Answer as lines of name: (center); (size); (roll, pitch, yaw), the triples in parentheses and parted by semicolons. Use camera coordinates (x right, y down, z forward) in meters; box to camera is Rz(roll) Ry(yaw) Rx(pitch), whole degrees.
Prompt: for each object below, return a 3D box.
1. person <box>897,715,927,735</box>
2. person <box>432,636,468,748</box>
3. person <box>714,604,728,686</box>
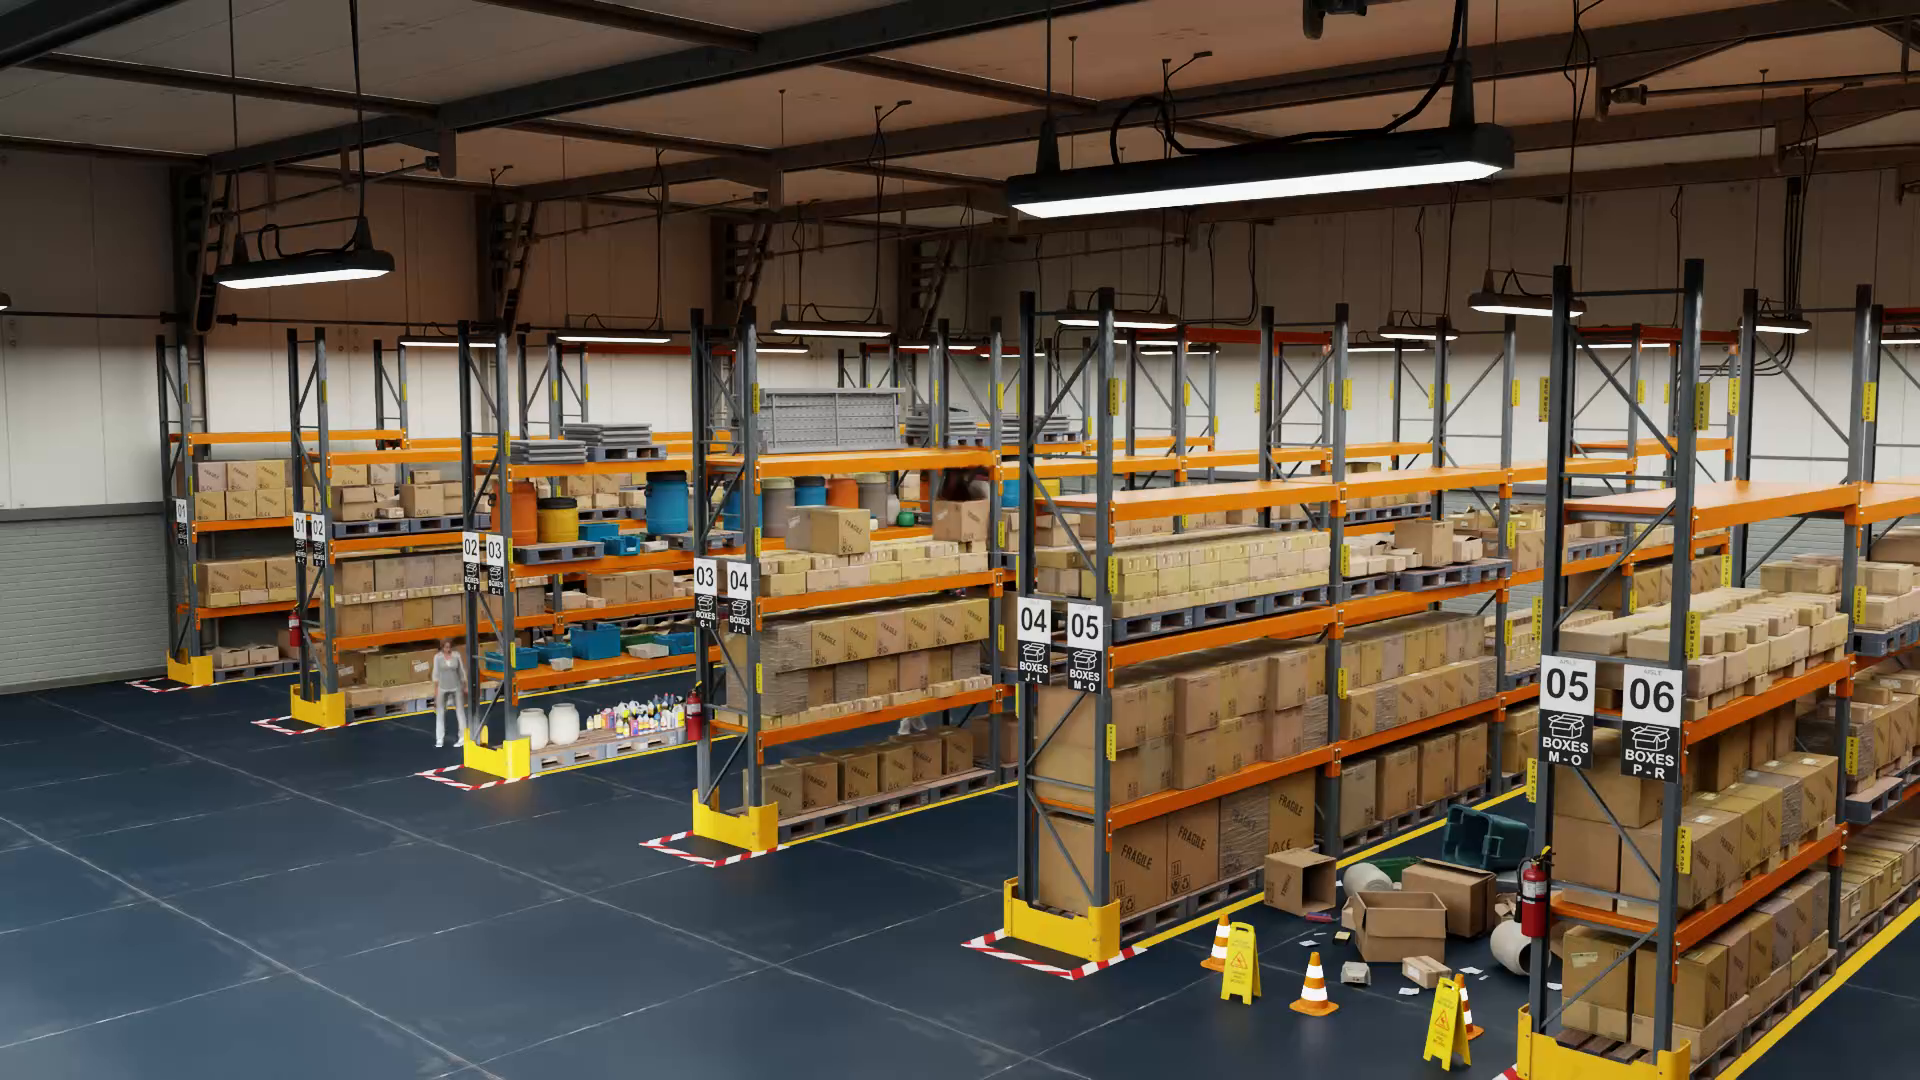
person: (-0.772, 2.151, 22.941); (1.034, 1.654, 0.526); (-5, 7, -42)
person: (-7.266, 2.161, 23.723); (0.505, 1.592, 0.344); (-1, 6, -13)
person: (-4.004, 1.610, 28.480); (0.495, 1.694, 1.082); (4, 7, 38)
